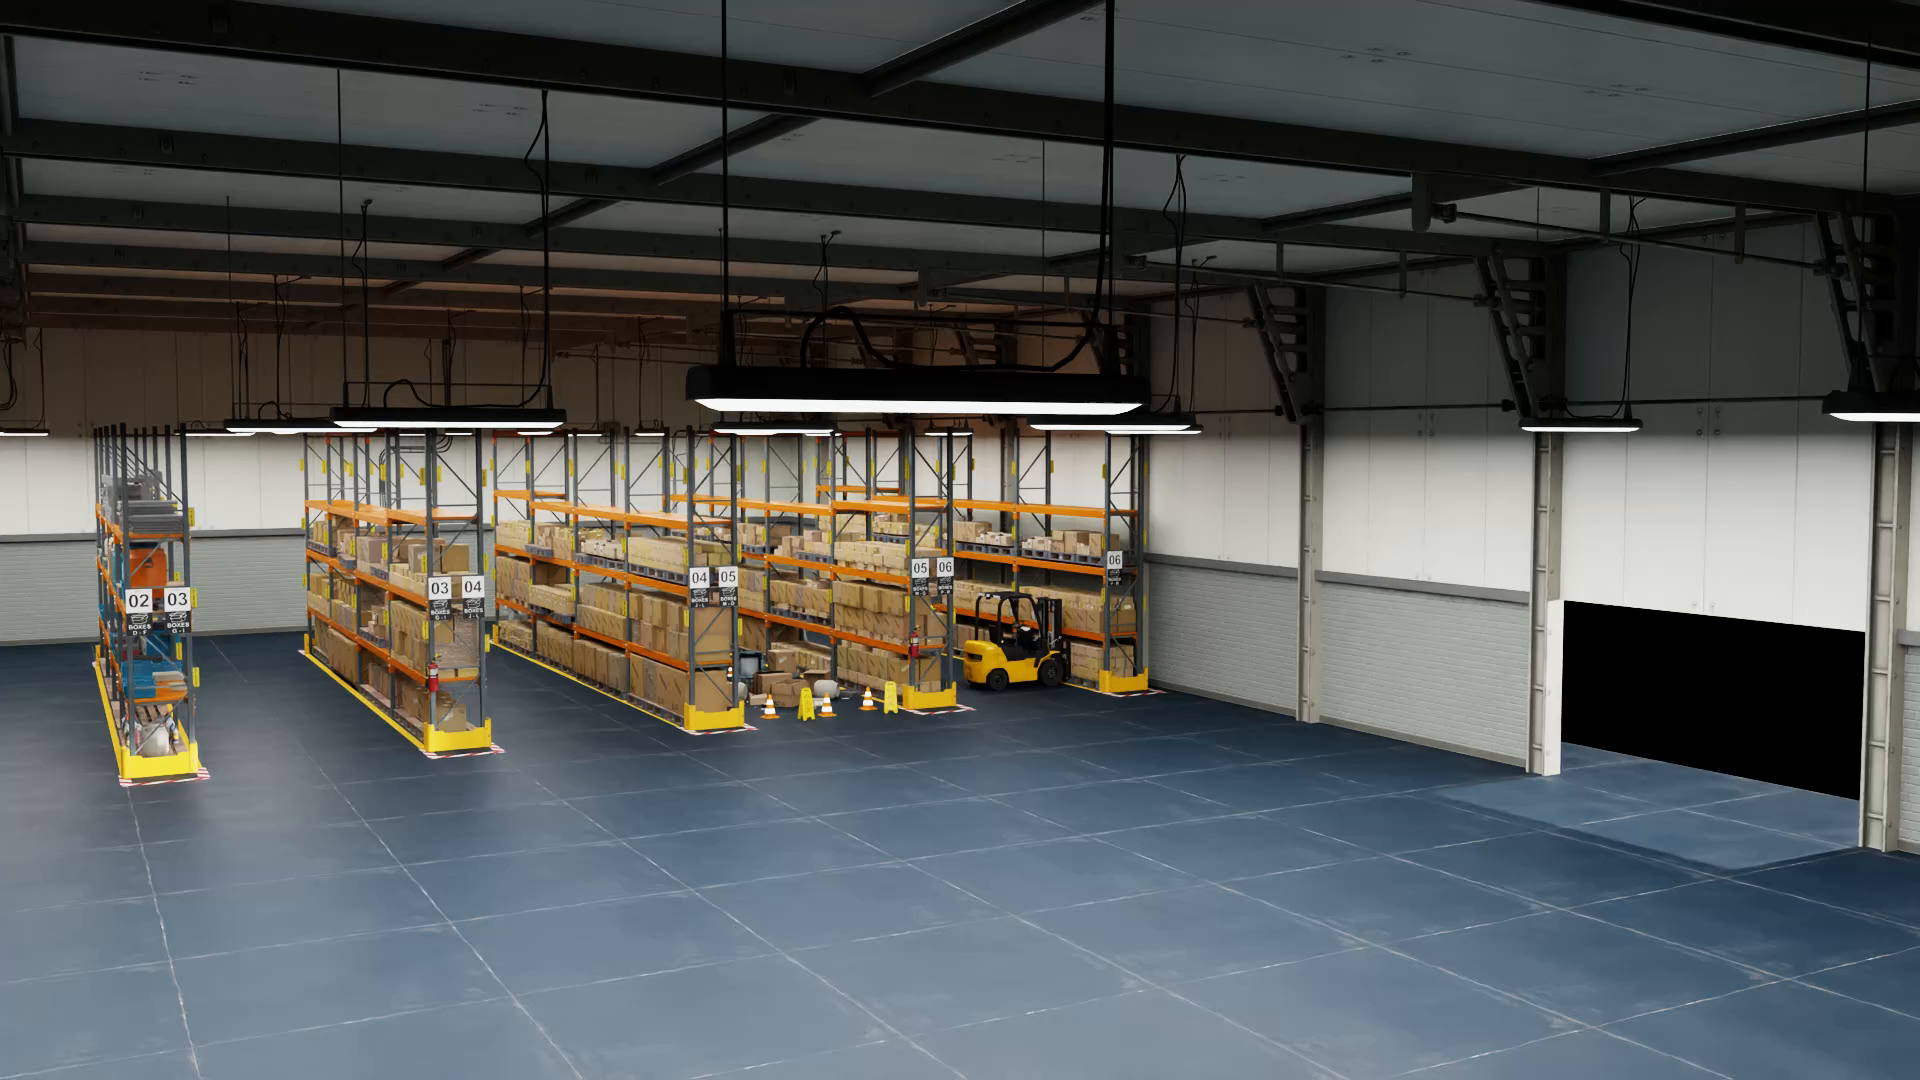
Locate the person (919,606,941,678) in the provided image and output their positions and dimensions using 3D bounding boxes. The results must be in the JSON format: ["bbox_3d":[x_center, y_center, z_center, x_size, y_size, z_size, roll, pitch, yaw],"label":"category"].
[{"bbox_3d":[-0.744,2.432,39.918,0.649,1.752,0.791,-2,4,-33],"label":"person"}]

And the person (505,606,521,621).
[{"bbox_3d":[-12.961,1.965,48.362,0.531,1.667,0.809,2,4,32],"label":"person"}]
